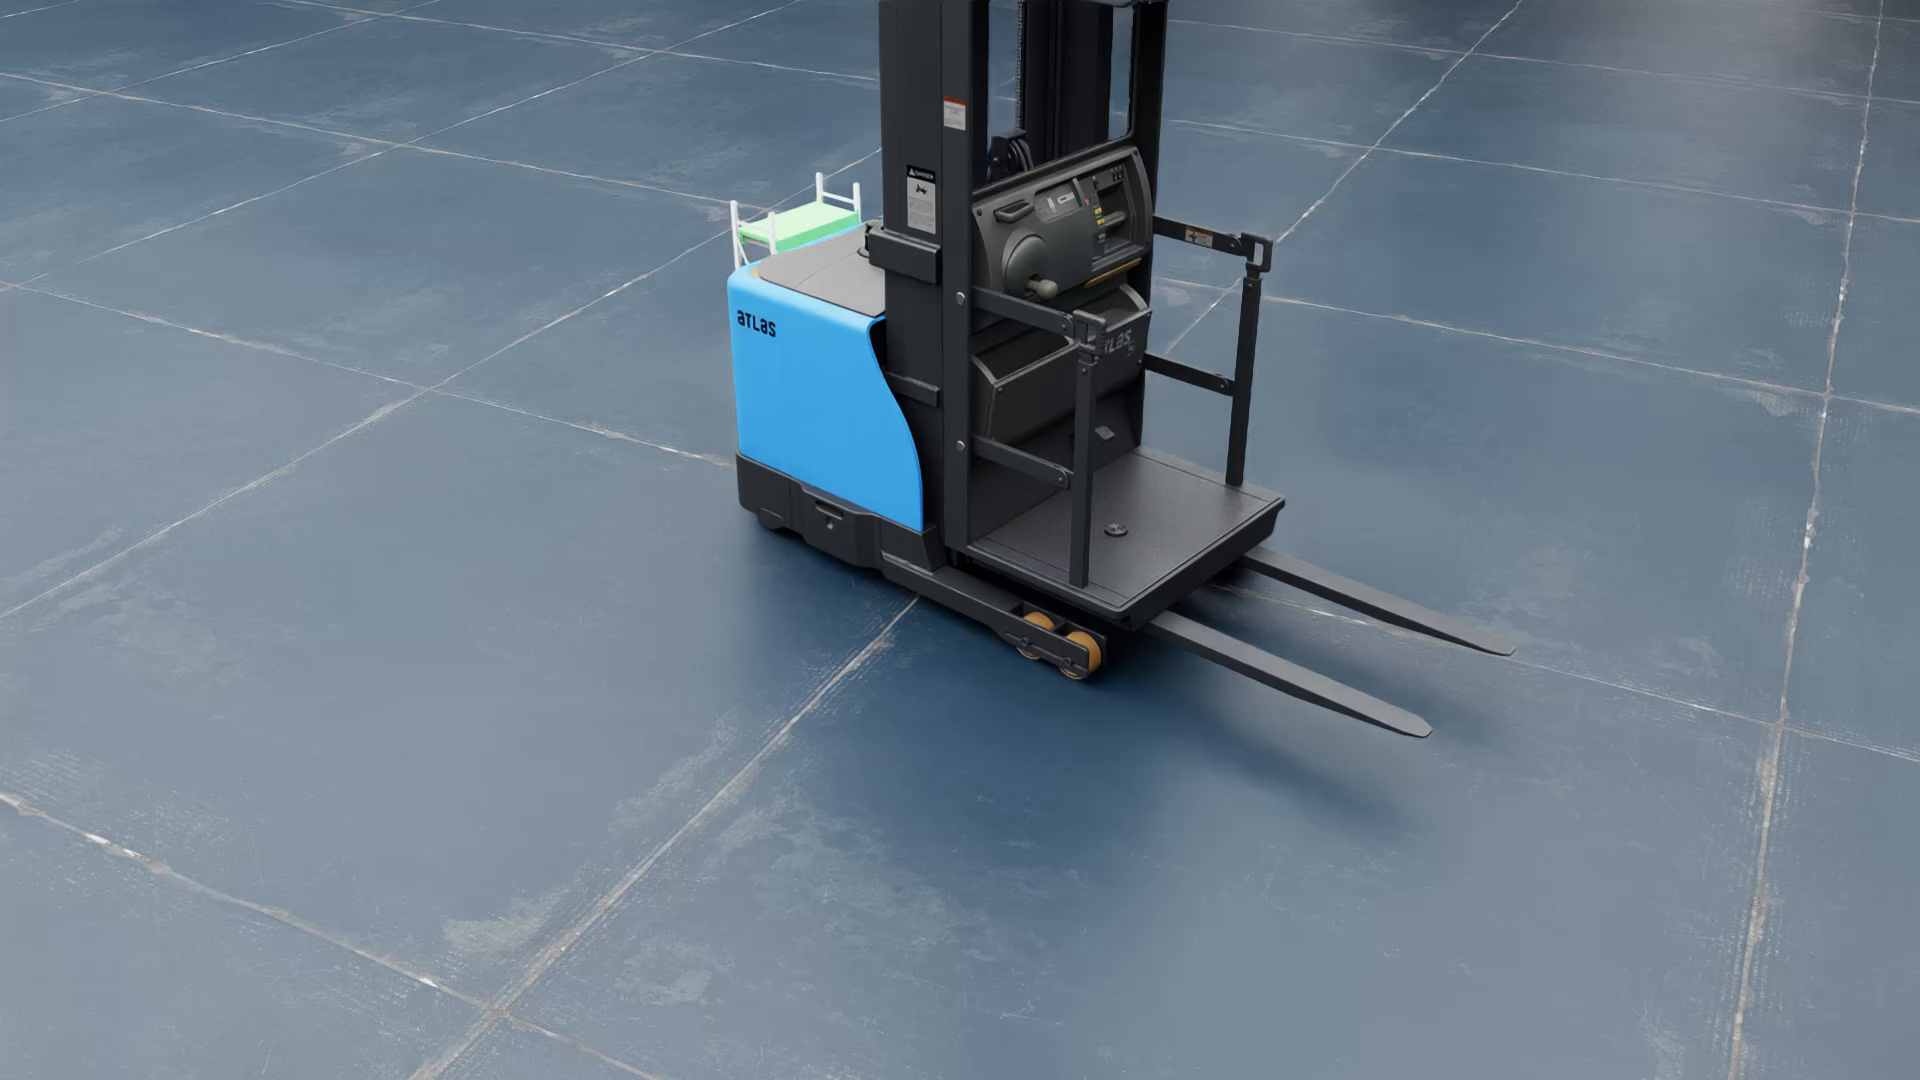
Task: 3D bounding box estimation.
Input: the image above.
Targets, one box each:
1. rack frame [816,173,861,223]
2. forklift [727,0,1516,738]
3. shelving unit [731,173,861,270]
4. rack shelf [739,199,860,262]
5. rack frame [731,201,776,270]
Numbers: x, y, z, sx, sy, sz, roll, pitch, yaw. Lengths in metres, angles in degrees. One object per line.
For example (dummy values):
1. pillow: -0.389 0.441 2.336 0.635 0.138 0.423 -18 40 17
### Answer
1. rack frame: -0.510 -0.996 7.276 0.240 1.200 0.015 23 37 35
2. forklift: 0.531 -1.075 5.679 3.031 2.935 1.130 23 37 34
3. shelving unit: -0.669 -0.904 7.116 0.258 1.200 0.503 23 37 35
4. rack shelf: -0.672 -1.266 6.911 0.258 0.148 0.480 23 37 35
5. rack frame: -0.828 -0.811 6.955 0.240 1.200 0.015 23 37 35
